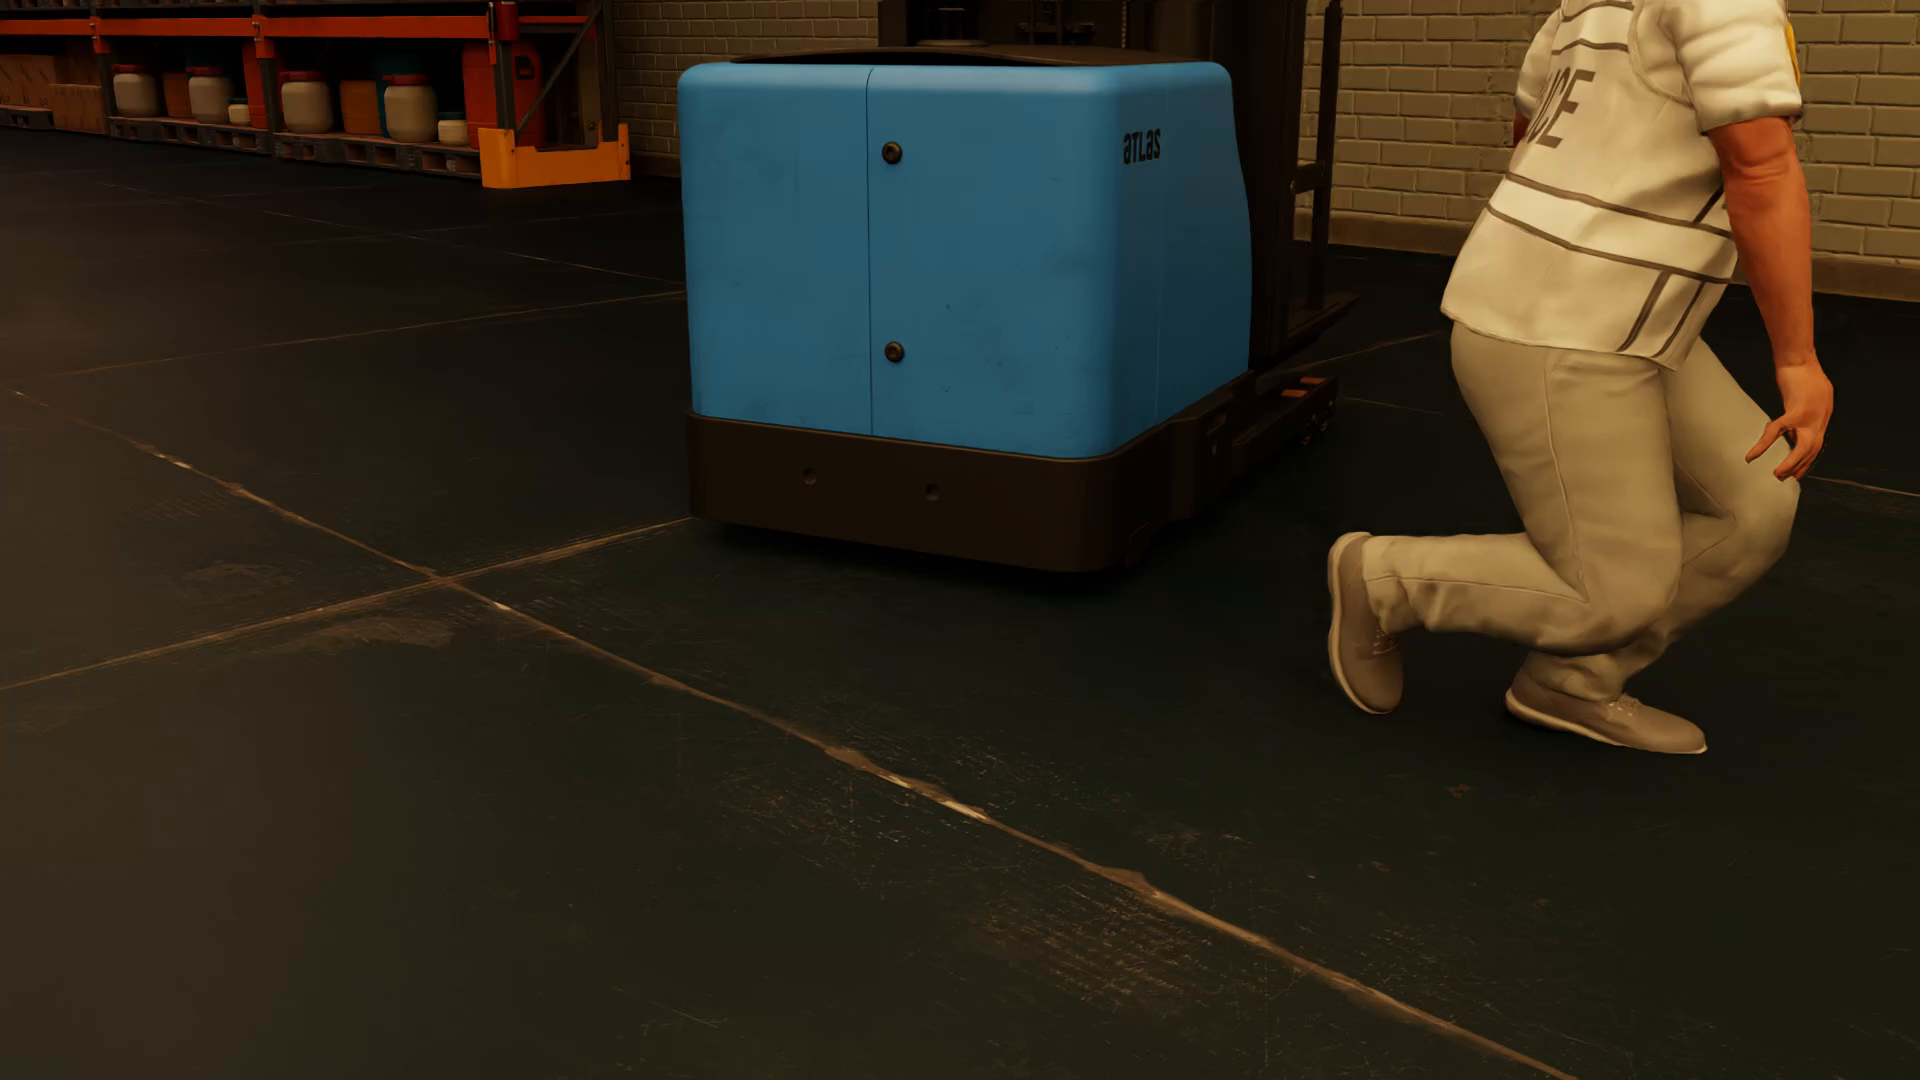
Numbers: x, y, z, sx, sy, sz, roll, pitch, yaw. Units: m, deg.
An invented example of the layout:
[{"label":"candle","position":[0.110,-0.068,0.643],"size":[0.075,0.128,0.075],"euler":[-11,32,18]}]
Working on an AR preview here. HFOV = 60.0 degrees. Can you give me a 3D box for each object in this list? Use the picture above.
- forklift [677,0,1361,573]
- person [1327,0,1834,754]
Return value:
[{"label":"forklift","position":[0.475,-1.721,4.502],"size":[1.130,2.935,3.031],"euler":[8,19,25]},{"label":"person","position":[0.991,-0.393,2.641],"size":[0.722,1.537,0.698],"euler":[8,19,24]}]
